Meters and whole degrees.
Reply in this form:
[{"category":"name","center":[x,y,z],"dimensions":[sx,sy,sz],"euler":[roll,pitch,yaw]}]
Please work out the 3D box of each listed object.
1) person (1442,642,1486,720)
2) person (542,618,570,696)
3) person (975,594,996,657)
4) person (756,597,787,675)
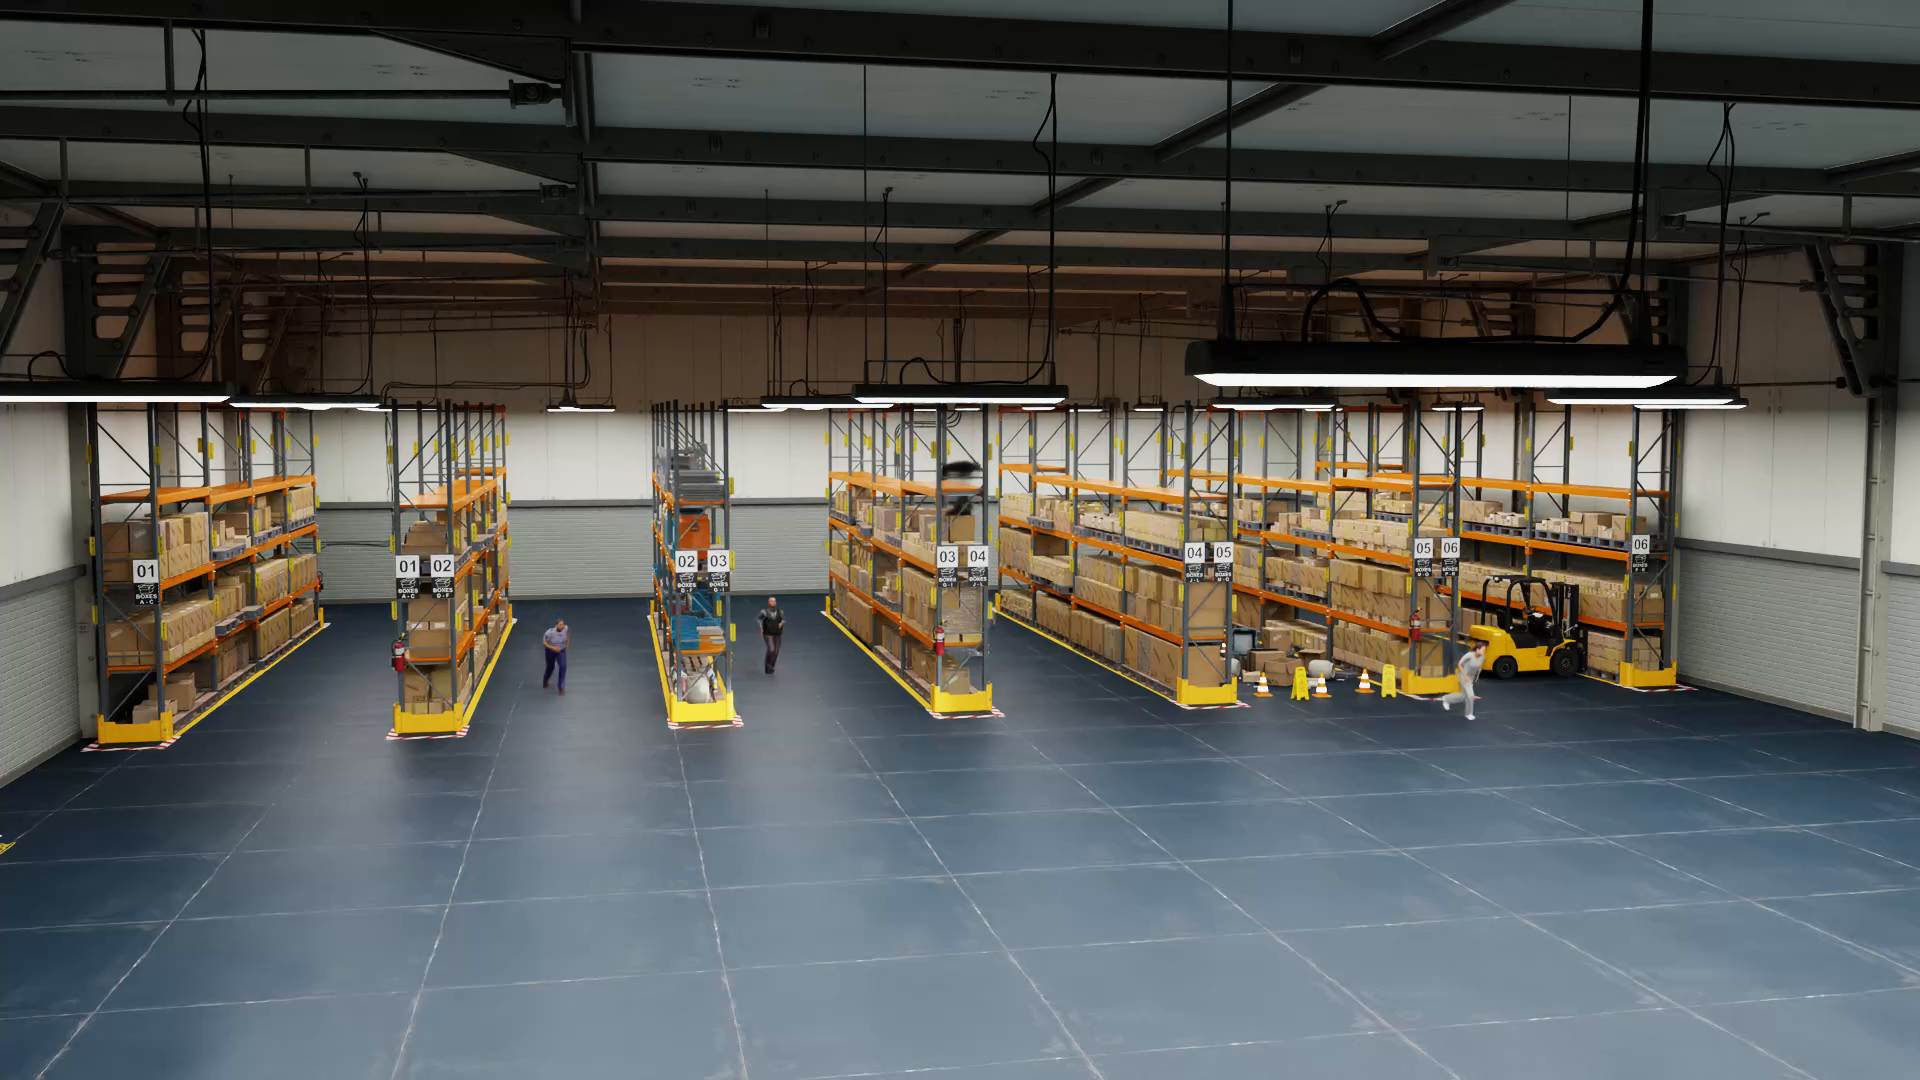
[{"category":"person","center":[9.535,2.619,31.427],"dimensions":[0.561,1.496,0.984],"euler":[-2,5,-28]},{"category":"person","center":[-8.362,2.384,34.265],"dimensions":[0.640,1.614,0.972],"euler":[-3,5,-36]},{"category":"person","center":[0.569,1.996,39.115],"dimensions":[0.535,1.524,0.733],"euler":[-1,4,-8]},{"category":"person","center":[-4.120,2.111,36.551],"dimensions":[0.641,1.710,0.687],"euler":[-2,5,-22]}]
